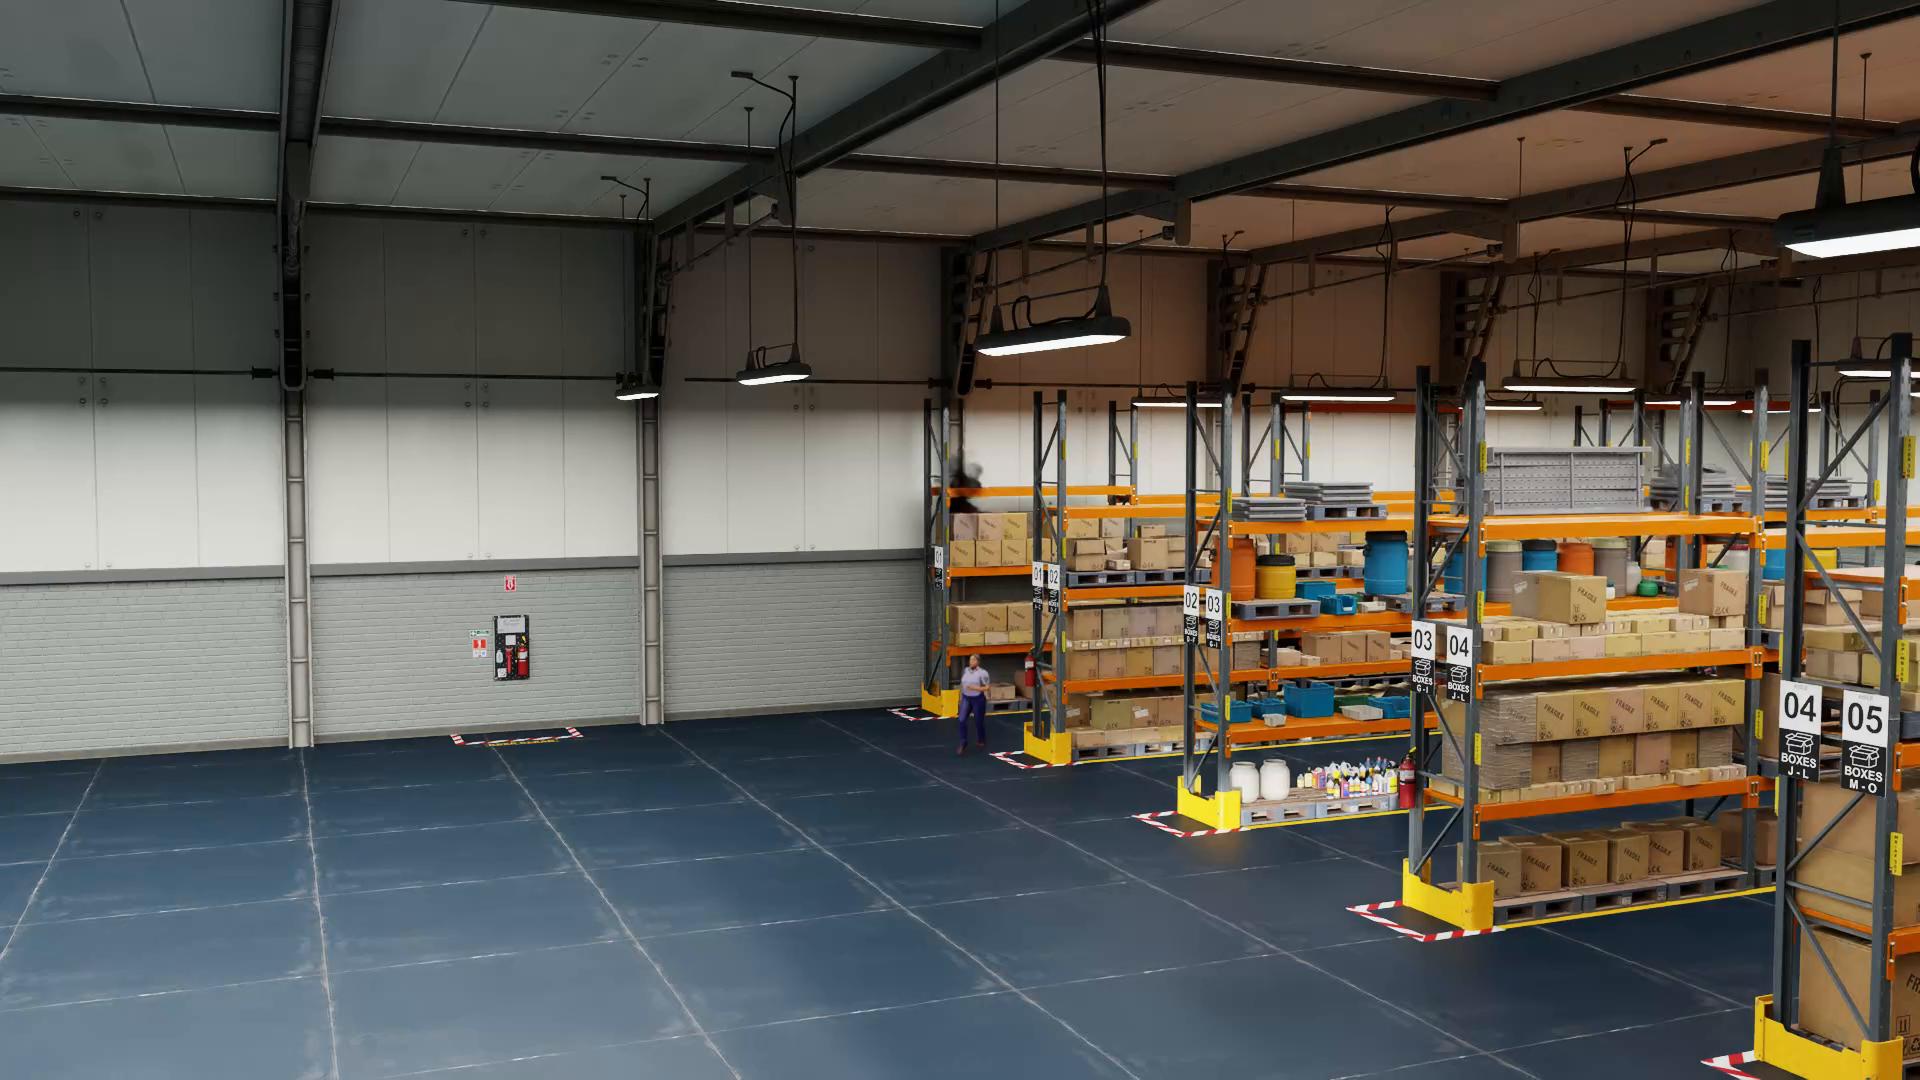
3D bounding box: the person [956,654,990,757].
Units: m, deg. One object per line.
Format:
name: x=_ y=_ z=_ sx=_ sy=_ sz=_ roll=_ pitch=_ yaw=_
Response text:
person: x=0.242 y=2.707 z=27.556 sx=0.599 sy=1.673 sz=0.771 roll=2 pitch=4 yaw=24
